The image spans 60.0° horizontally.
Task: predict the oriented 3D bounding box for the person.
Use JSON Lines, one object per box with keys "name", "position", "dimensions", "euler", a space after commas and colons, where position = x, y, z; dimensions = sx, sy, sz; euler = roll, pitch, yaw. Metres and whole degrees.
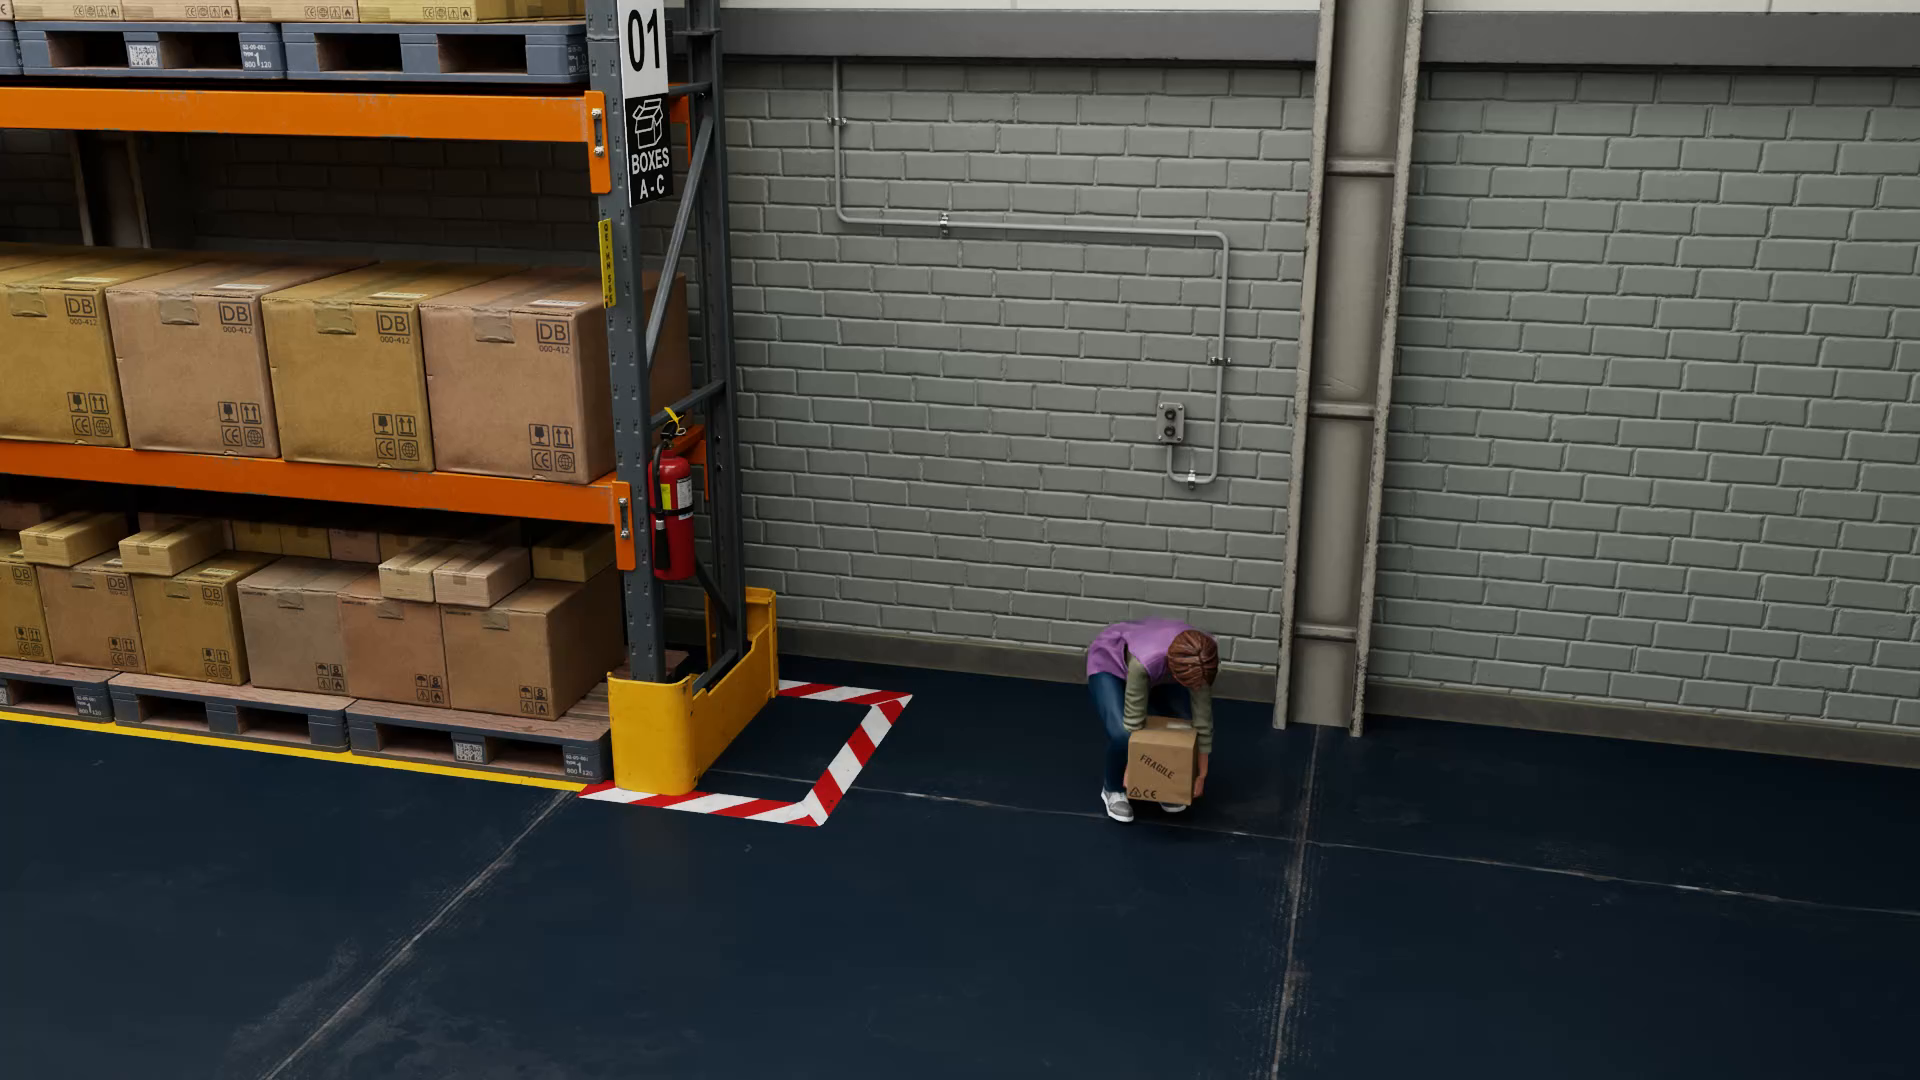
{"name": "person", "position": [0.773, 0.693, 6.582], "dimensions": [0.426, 0.921, 0.817], "euler": [-5, 19, -15]}
